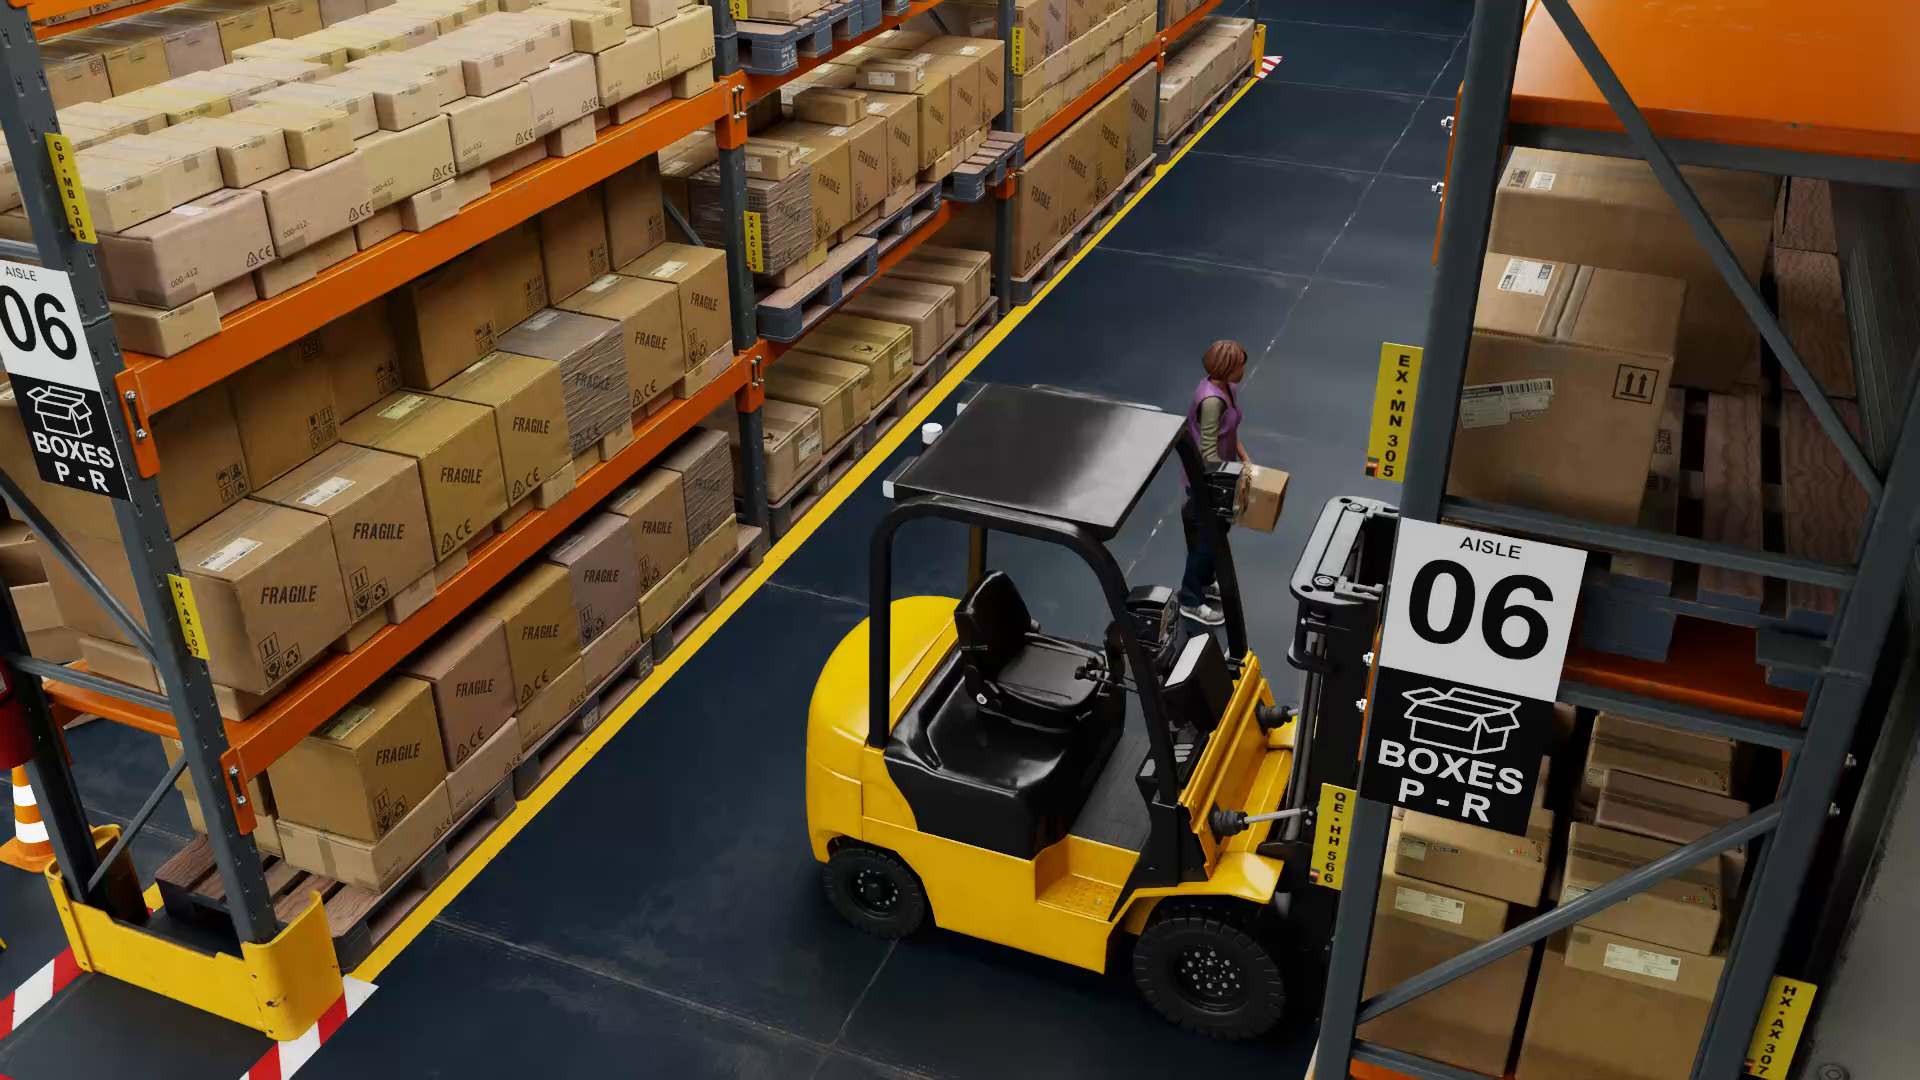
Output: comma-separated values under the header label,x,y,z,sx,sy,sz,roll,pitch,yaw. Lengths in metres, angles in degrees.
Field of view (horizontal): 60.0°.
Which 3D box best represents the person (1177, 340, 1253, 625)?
label,x,y,z,sx,sy,sz,roll,pitch,yaw
person,1.389,-0.322,8.957,0.384,1.588,0.444,11,32,18
